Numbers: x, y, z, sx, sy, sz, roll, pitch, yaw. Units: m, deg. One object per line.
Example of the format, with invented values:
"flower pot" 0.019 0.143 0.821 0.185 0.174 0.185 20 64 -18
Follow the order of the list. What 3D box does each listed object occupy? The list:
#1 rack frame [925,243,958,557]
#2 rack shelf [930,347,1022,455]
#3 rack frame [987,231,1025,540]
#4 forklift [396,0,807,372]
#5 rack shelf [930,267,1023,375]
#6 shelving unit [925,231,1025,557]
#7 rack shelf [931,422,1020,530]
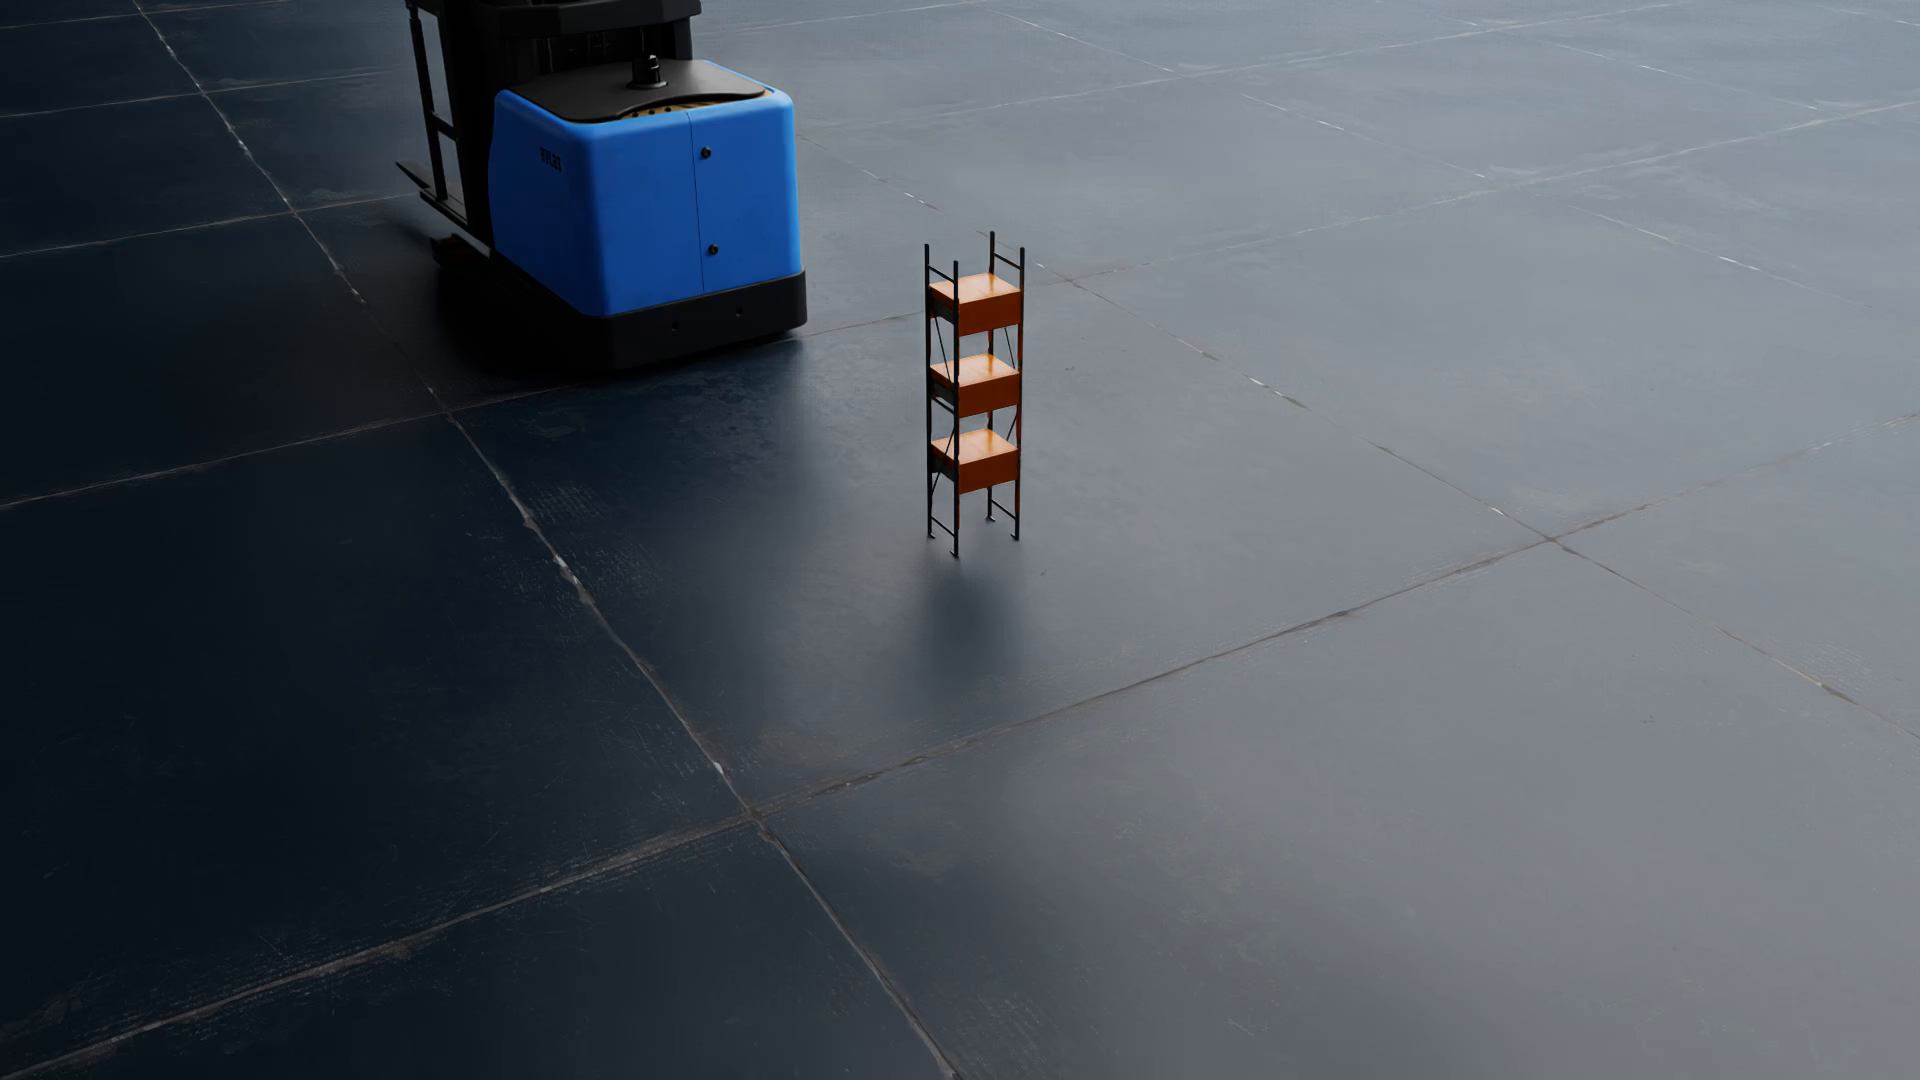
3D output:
"rack frame" -0.059 -0.443 5.466 0.008 1.050 0.200 -16 33 -26
"rack shelf" 0.046 -0.463 5.525 0.240 0.259 0.215 -16 33 -26
"rack frame" 0.151 -0.503 5.574 0.008 1.050 0.200 -16 33 -26
"forklift" -1.923 -2.636 7.493 1.130 2.935 3.031 -18 34 -30
"rack shelf" 0.046 -0.712 5.388 0.240 0.259 0.215 -16 33 -26
"shelving unit" 0.046 -0.473 5.520 0.252 1.050 0.215 -16 33 -26
"rack shelf" 0.046 -0.220 5.659 0.240 0.259 0.215 -16 33 -26
